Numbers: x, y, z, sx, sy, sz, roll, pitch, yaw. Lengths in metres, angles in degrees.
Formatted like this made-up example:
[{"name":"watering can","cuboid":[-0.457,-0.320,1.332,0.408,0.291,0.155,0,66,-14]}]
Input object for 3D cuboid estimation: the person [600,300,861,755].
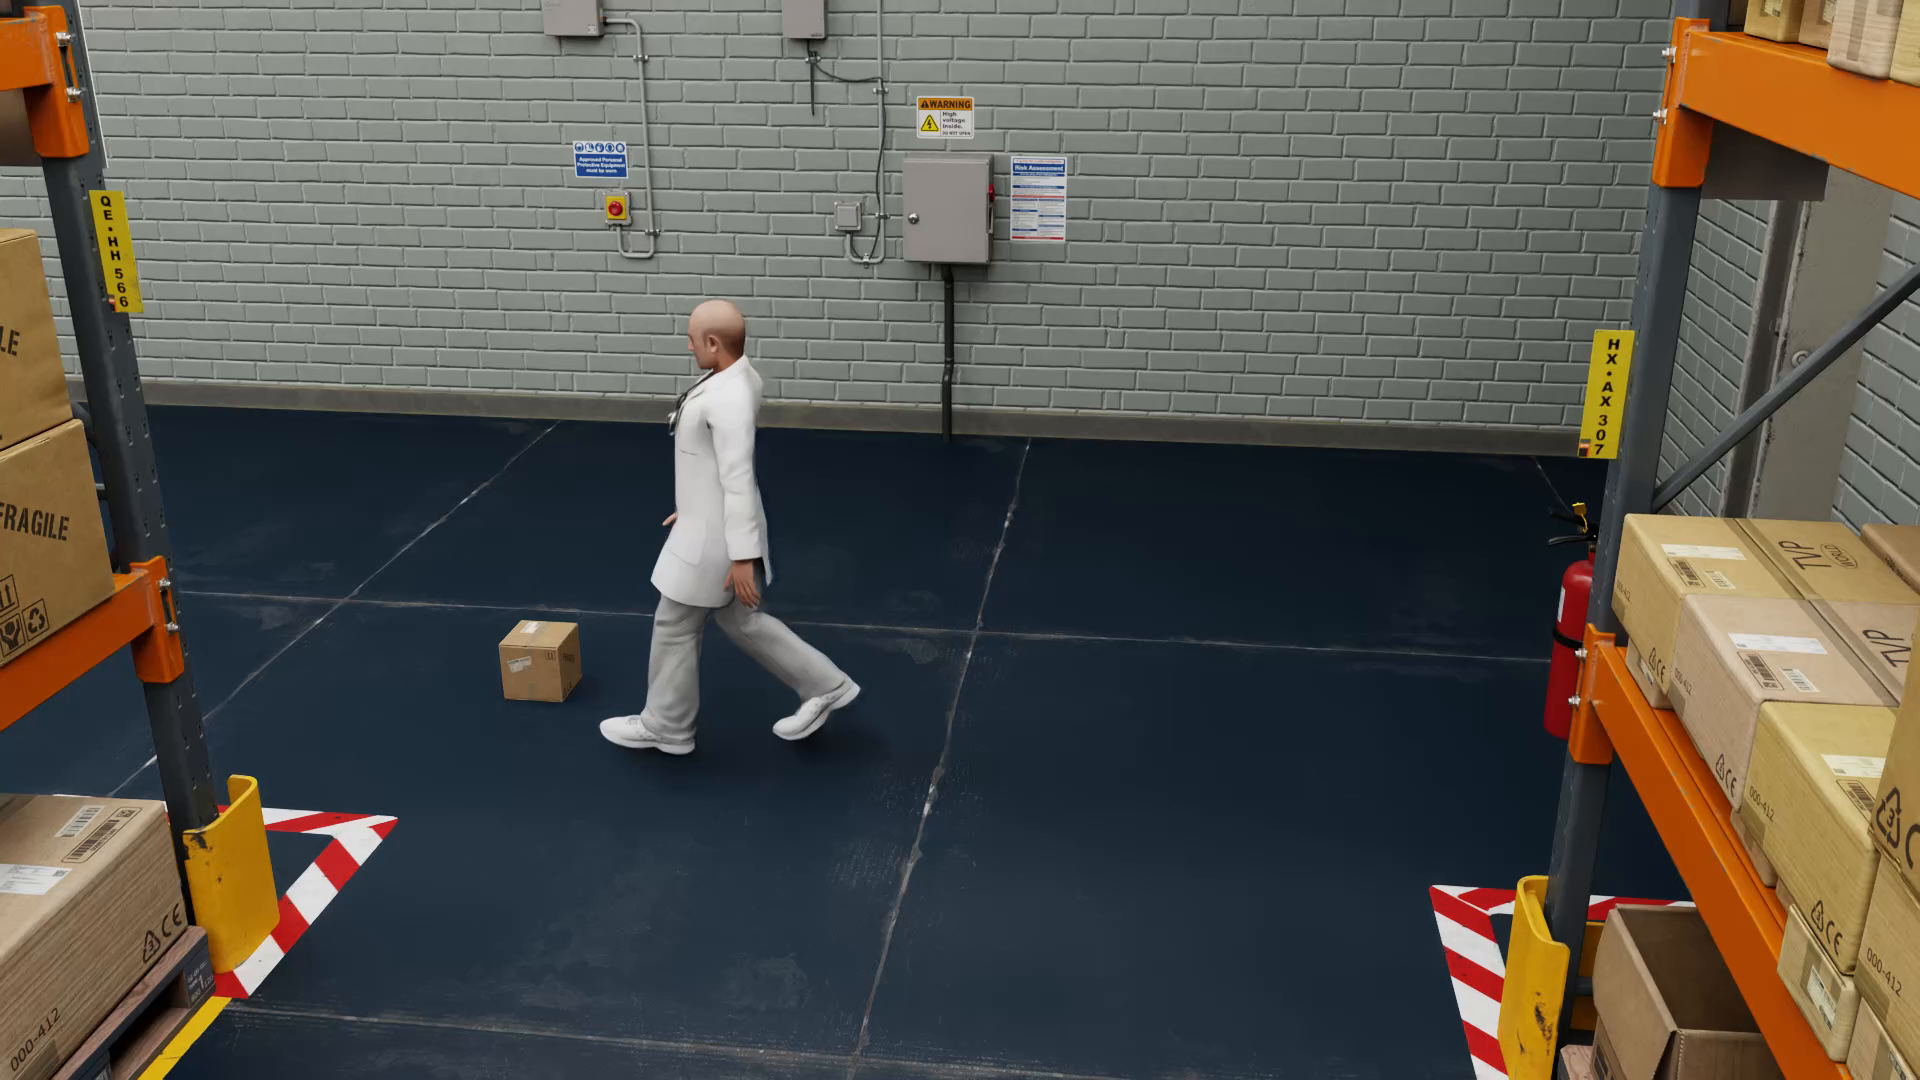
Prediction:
[{"name":"person","cuboid":[-0.889,-0.028,6.201,0.982,1.744,0.629,3,21,9]}]
